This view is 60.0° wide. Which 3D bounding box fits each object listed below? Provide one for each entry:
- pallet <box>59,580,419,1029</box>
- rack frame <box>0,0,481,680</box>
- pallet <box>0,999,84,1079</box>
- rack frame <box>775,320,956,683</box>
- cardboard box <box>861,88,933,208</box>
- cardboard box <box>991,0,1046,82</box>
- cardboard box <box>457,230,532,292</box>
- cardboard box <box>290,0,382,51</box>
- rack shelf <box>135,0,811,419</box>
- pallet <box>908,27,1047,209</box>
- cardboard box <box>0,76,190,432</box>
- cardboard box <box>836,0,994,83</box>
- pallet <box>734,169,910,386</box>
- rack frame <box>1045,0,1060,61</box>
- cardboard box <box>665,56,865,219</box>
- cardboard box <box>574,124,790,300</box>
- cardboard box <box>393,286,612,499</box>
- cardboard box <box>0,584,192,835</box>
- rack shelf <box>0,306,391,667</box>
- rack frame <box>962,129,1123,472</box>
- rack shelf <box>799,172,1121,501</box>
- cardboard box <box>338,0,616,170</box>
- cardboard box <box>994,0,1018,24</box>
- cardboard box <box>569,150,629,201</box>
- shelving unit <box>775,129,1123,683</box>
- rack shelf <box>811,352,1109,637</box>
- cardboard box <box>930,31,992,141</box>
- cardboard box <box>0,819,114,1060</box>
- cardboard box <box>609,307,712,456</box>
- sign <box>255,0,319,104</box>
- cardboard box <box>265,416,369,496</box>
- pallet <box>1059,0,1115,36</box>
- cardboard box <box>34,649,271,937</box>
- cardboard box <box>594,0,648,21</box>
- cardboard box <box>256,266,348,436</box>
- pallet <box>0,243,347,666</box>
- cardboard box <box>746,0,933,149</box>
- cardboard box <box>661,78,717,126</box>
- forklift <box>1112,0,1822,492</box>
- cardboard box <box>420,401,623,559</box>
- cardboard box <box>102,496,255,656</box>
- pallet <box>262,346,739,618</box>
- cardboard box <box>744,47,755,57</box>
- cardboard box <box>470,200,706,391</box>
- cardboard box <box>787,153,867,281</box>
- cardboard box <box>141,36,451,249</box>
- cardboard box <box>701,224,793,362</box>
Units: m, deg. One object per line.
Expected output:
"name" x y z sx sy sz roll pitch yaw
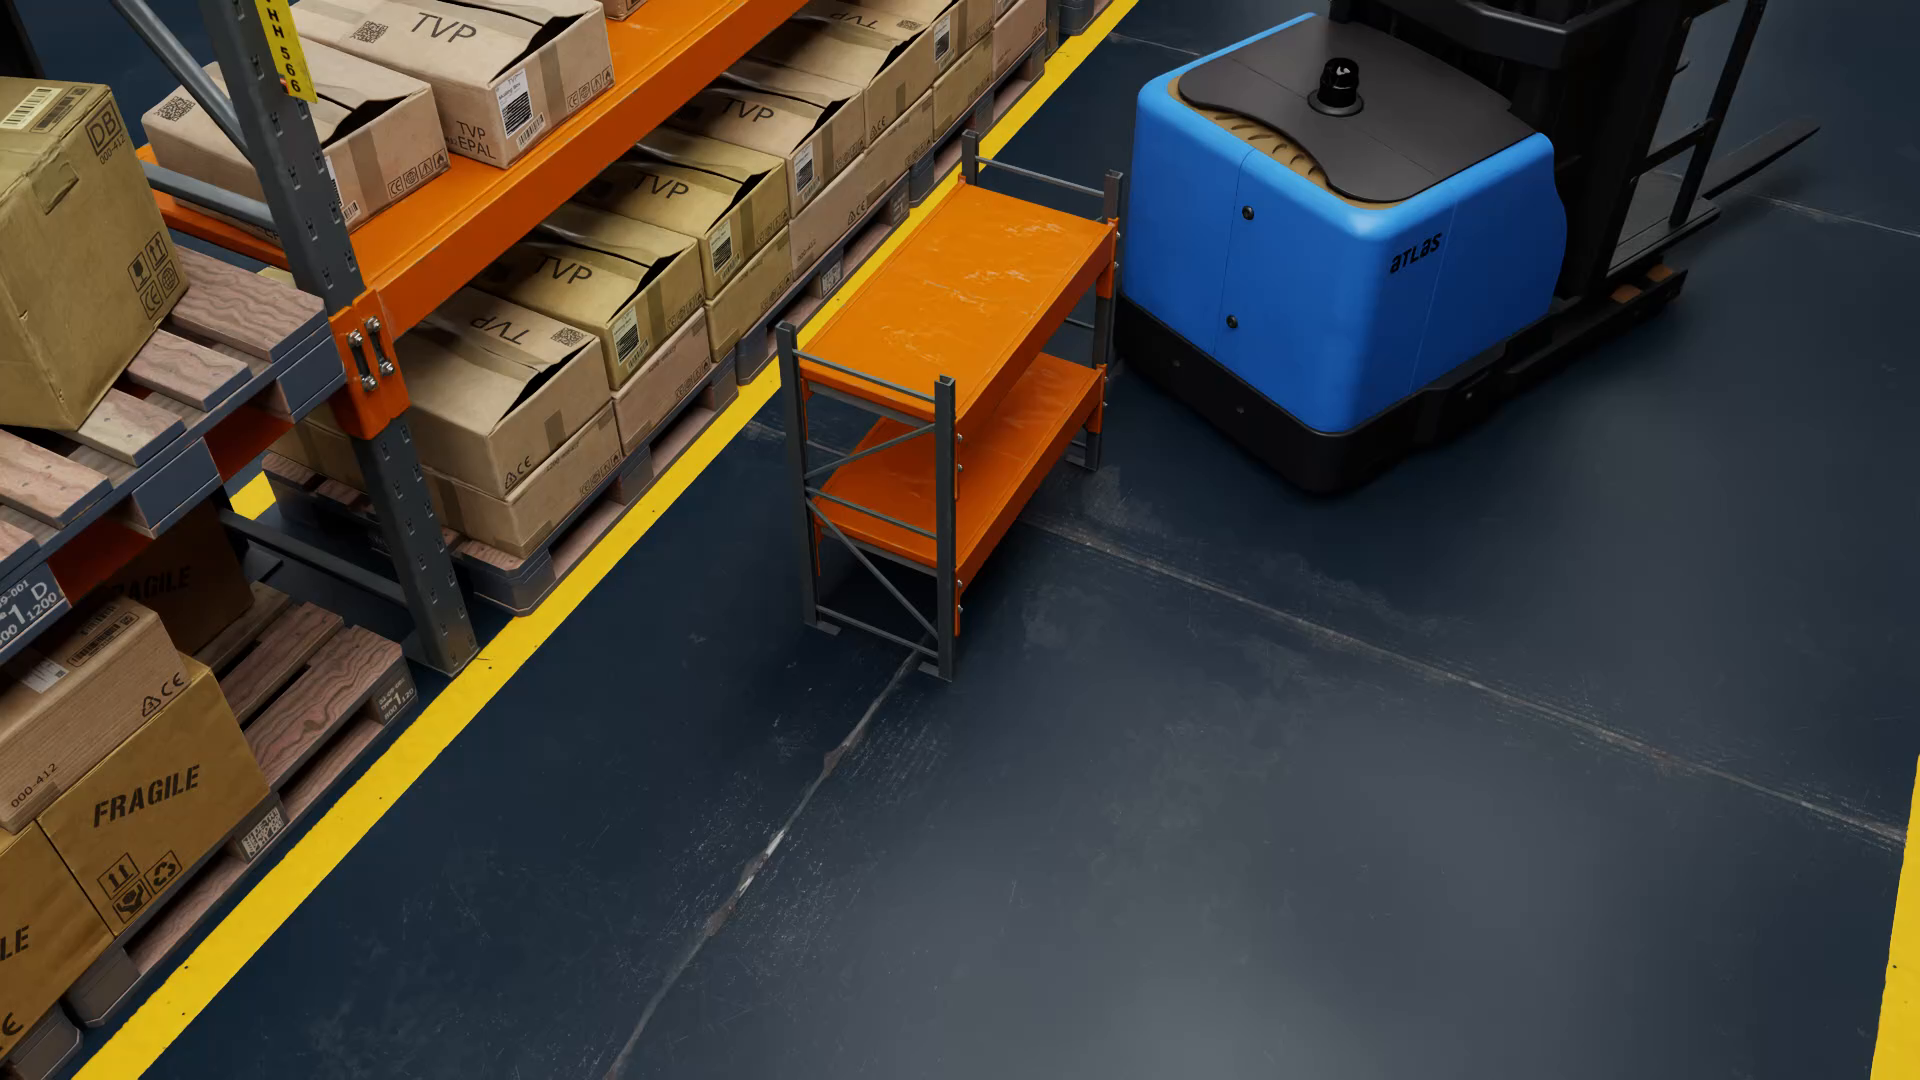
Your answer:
"pallet" -2.270 0.588 4.520 1.003 0.211 1.213 20 49 19
"rack frame" -1.890 -0.850 3.981 1.000 3.000 0.127 20 49 19
"pallet" -2.837 1.354 3.764 1.003 0.211 1.213 20 49 19
"rack frame" -0.239 -0.071 4.529 0.500 1.125 0.032 20 49 19
"cardboard box" -0.442 -1.553 6.314 0.500 0.250 0.500 21 49 20
"cardboard box" 0.031 -2.194 6.947 0.500 0.250 0.500 20 49 19
"cardboard box" -1.629 -0.969 5.342 0.500 0.311 0.500 20 49 18
"cardboard box" -1.717 -1.419 4.721 0.380 0.149 0.250 20 49 19
"rack shelf" -0.961 -1.857 5.482 1.077 0.370 4.000 20 49 19
"pallet" -0.340 -1.913 6.992 1.003 0.211 1.213 20 49 19
"cardboard box" -2.082 -0.599 3.367 0.700 0.500 0.500 6 46 6
"cardboard box" -0.203 -2.068 6.429 0.500 0.311 0.500 22 49 20
"pallet" -0.906 -1.141 6.229 1.003 0.211 1.213 20 49 19
"rack frame" -0.033 -3.370 6.471 1.000 3.000 0.127 20 49 19
"cardboard box" -0.673 -1.439 5.807 0.500 0.311 0.500 20 49 19
"cardboard box" -0.911 -1.115 5.487 0.500 0.311 0.500 19 48 18
"cardboard box" -1.387 -0.461 4.840 0.500 0.311 0.500 22 49 20
"cardboard box" -2.139 0.314 3.752 0.500 0.250 0.500 22 49 21
"rack shelf" -2.818 0.663 2.992 1.077 0.370 4.000 20 49 19
"rack frame" 0.233 -0.711 5.162 0.500 1.125 0.032 20 49 19
"rack shelf" -0.003 -0.597 4.638 0.538 0.278 1.000 20 49 19
"cardboard box" -1.303 -1.318 4.506 0.500 0.311 0.500 20 49 19
"cardboard box" 0.033 -2.398 6.755 0.500 0.311 0.500 20 49 19
"cardboard box" -1.393 -1.286 5.656 0.500 0.311 0.500 20 49 19
"shelving unit" -0.003 -0.391 4.846 0.538 1.125 1.048 20 49 19
"rack shelf" -0.003 -0.219 5.020 0.538 0.278 1.000 20 49 19
"cardboard box" -0.205 -1.876 6.633 0.500 0.250 0.500 20 49 18
"cardboard box" -2.357 0.867 3.733 0.500 0.500 0.500 19 48 18
"cardboard box" -1.154 -0.581 5.353 0.500 0.250 0.500 19 48 18
"sign" -1.405 -1.056 3.426 0.100 0.325 0.005 20 49 19
"cardboard box" -1.862 -0.443 5.217 0.500 0.250 0.500 22 49 20
"pallet" 0.373 -2.877 7.945 1.003 0.211 1.213 20 49 19
"cardboard box" -2.116 0.541 4.055 0.500 0.500 0.500 22 49 21
"cardboard box" -1.125 -1.948 4.996 0.500 0.500 0.500 18 48 17
"cardboard box" -1.865 -0.639 5.017 0.500 0.311 0.500 22 49 20
"pallet" -2.142 -0.332 3.604 1.213 0.211 1.003 20 49 19
"cardboard box" -0.437 -1.755 6.119 0.500 0.311 0.500 20 49 19
"cardboard box" -1.158 -1.601 5.967 0.500 0.311 0.500 22 49 20
"forklift" 2.010 -2.055 5.220 3.031 2.935 1.130 -29 52 -26
"cardboard box" -1.387 -0.264 5.040 0.500 0.250 0.500 20 49 19
"cardboard box" -2.354 0.066 4.523 0.500 0.500 0.500 22 49 21
"pallet" -1.473 -0.375 5.473 1.003 0.211 1.213 20 49 19
"cardboard box" -0.922 -1.930 6.292 0.500 0.311 0.500 19 48 18
"cardboard box" -1.150 -0.795 5.170 0.500 0.311 0.500 19 48 18
"cardboard box" -0.680 -1.233 5.998 0.500 0.250 0.500 21 49 20
"cardboard box" -1.682 -1.033 4.225 0.500 0.311 0.500 23 50 21
"cardboard box" -0.918 -0.910 5.679 0.500 0.250 0.500 19 48 18
